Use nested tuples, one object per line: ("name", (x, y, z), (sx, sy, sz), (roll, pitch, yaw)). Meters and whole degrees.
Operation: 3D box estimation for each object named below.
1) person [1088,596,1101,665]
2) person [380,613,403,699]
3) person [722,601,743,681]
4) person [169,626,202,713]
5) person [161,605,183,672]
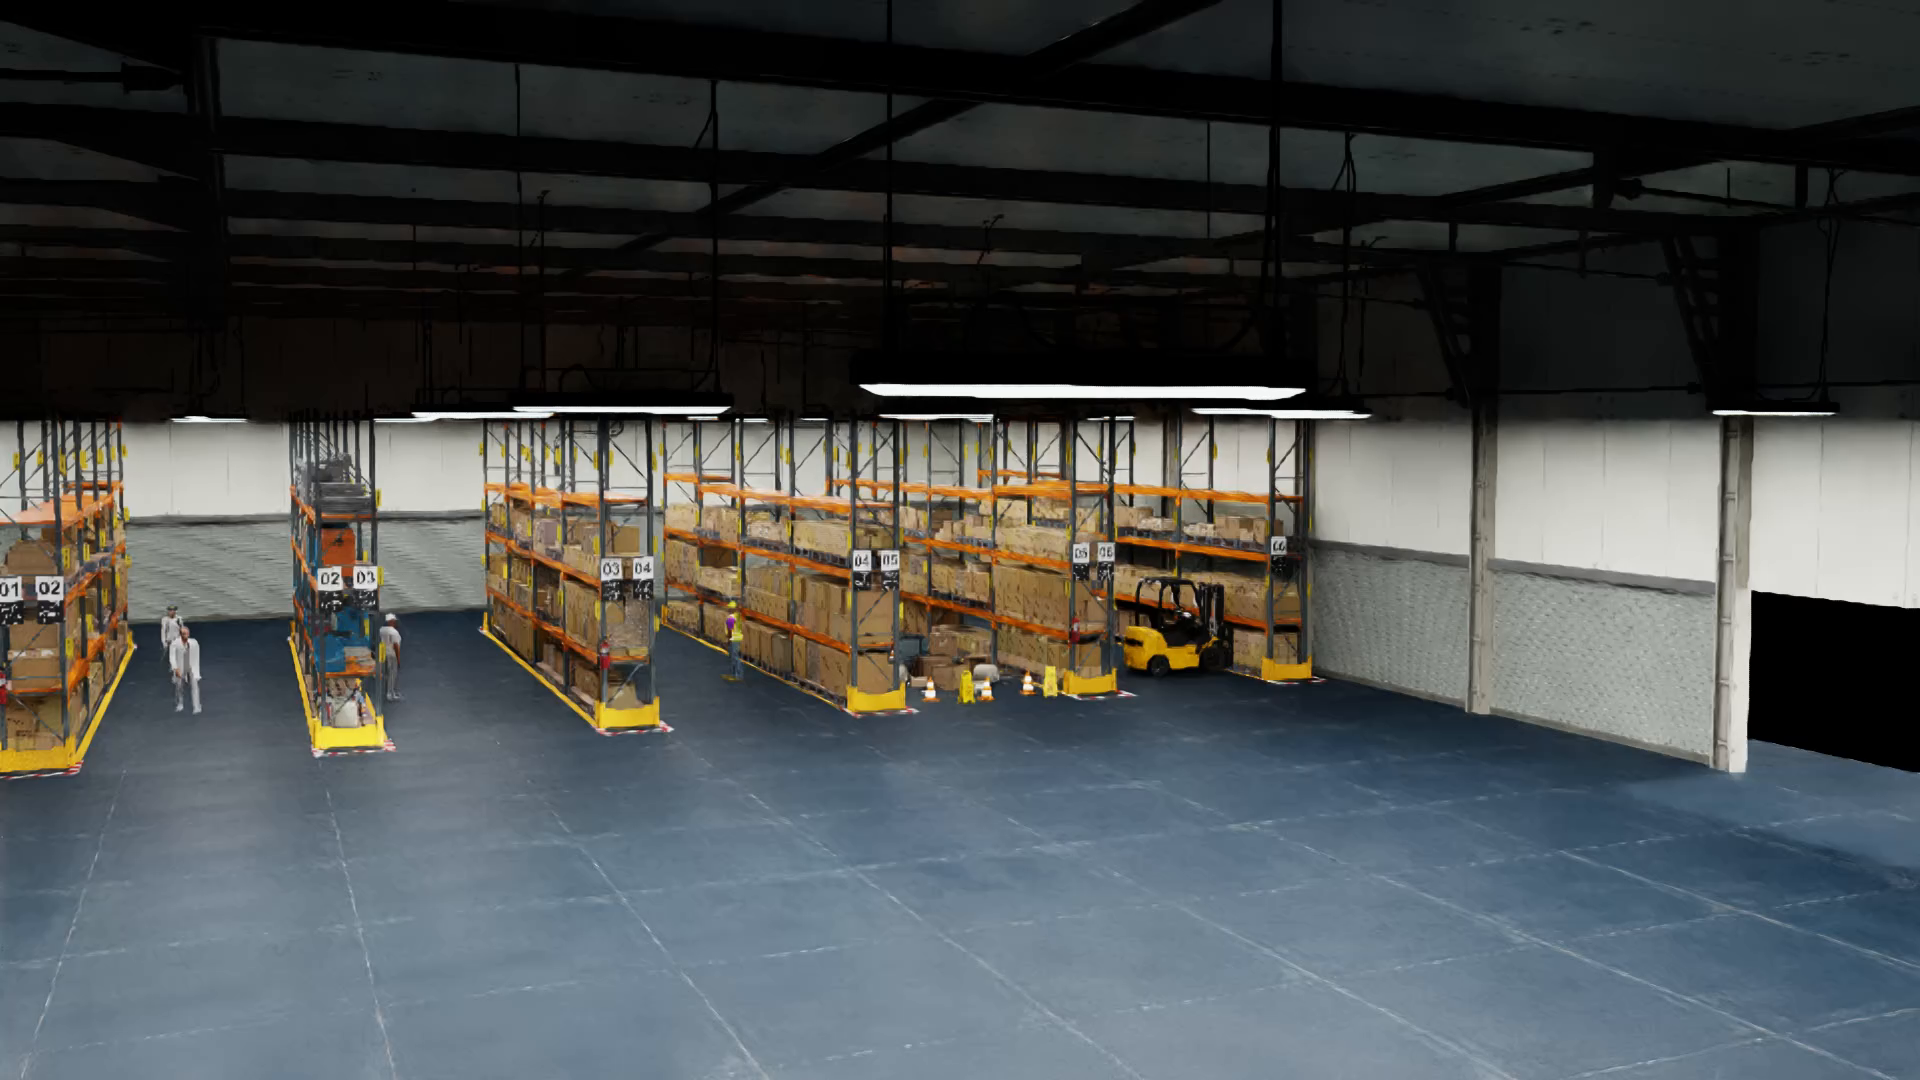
("person", (3.122, 2.131, 39.327), (0.463, 1.662, 0.481), (0, 4, 7))
("person", (-11.822, 2.369, 34.524), (0.641, 1.704, 0.363), (4, 5, 43))
("person", (-5.069, 2.237, 36.982), (0.565, 1.762, 0.672), (1, 4, 9))
("person", (-15.297, 2.549, 32.828), (0.580, 1.715, 1.102), (-2, 5, -31))
("person", (-17.907, 2.253, 37.830), (0.498, 1.585, 1.075), (-2, 4, -25))
